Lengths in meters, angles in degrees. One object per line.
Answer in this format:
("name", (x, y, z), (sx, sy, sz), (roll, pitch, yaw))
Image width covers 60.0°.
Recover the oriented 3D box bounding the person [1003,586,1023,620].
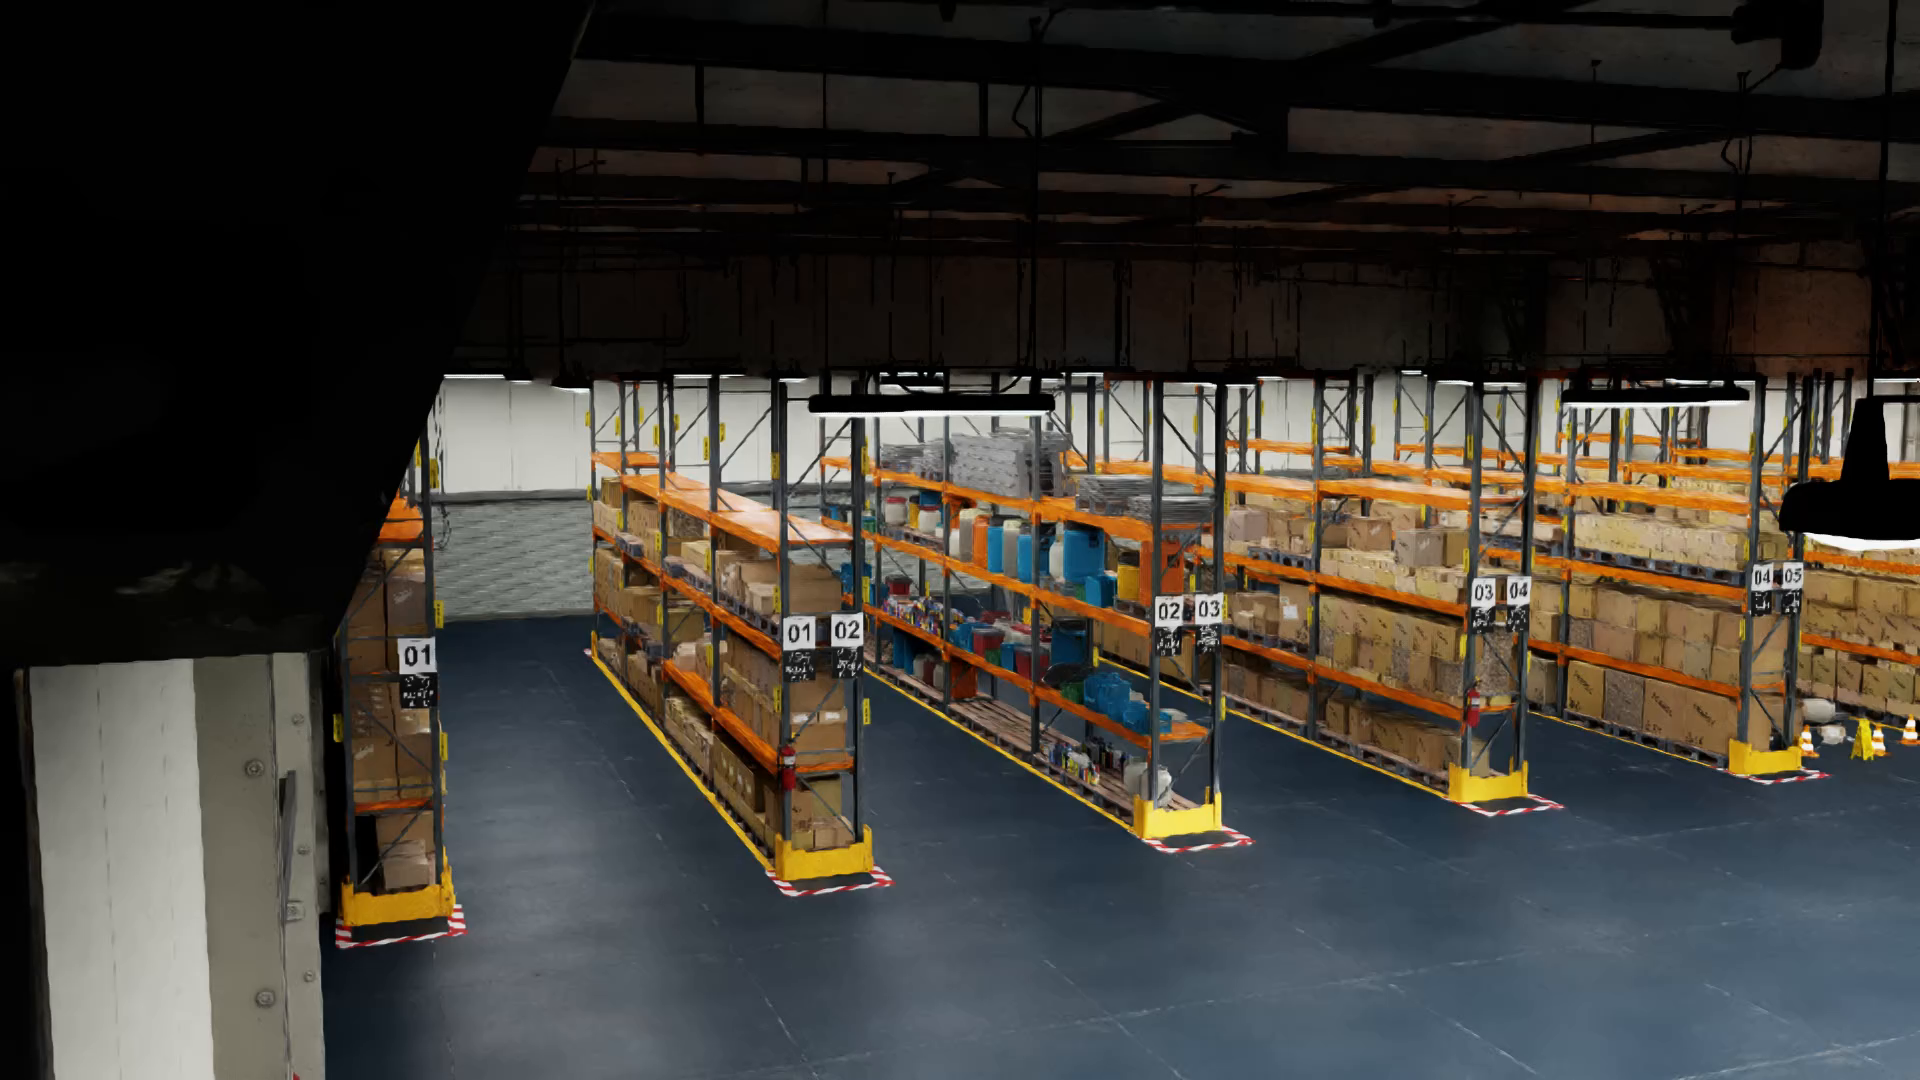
("person", (1.232, 1.098, 39.475), (0.464, 1.684, 0.506), (5, 8, 38))
